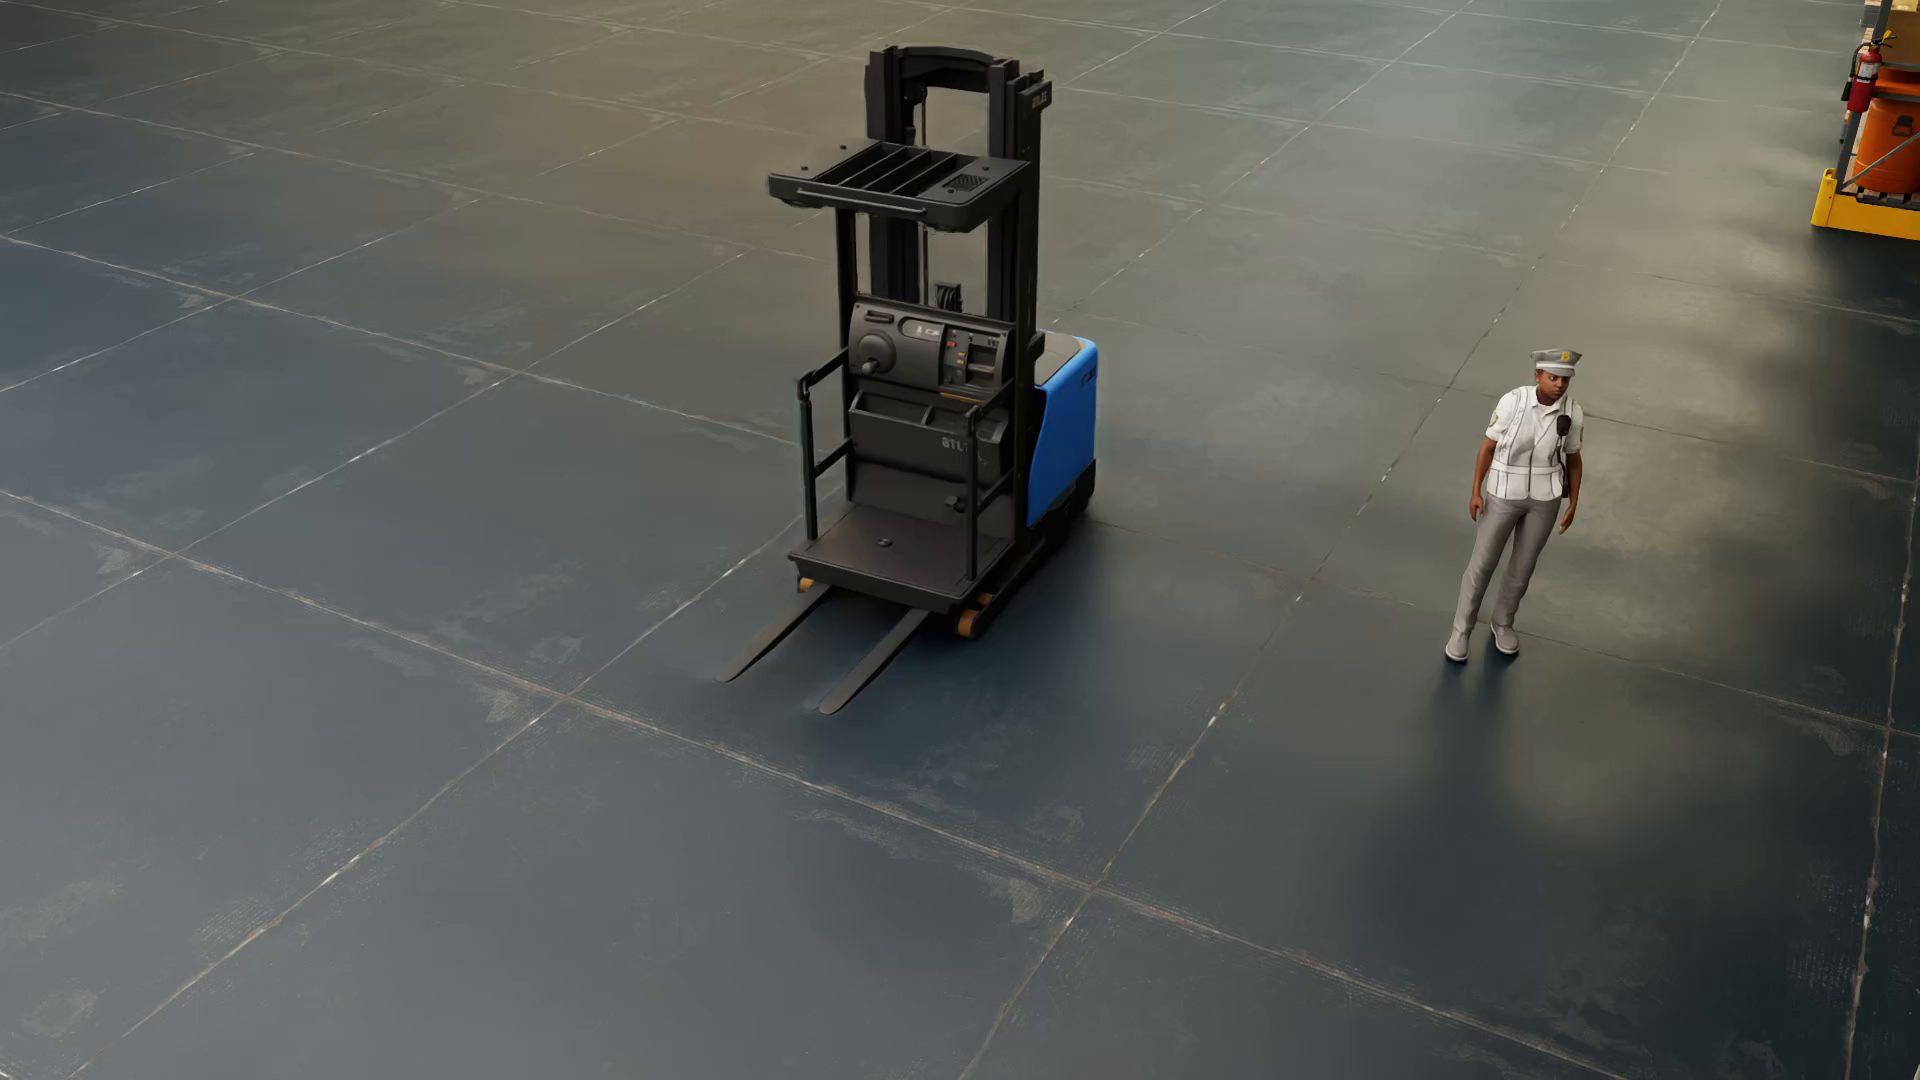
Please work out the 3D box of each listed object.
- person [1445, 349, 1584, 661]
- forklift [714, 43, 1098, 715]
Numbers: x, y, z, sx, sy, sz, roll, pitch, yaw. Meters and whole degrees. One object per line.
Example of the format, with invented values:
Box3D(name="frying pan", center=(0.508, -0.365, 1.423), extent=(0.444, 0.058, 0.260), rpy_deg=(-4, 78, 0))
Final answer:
Box3D(name="person", center=(2.916, -0.190, 8.621), extent=(0.567, 1.695, 0.531), rpy_deg=(5, 30, 8))
Box3D(name="forklift", center=(-0.266, -0.979, 8.766), extent=(1.130, 2.935, 3.031), rpy_deg=(14, 33, 22))
